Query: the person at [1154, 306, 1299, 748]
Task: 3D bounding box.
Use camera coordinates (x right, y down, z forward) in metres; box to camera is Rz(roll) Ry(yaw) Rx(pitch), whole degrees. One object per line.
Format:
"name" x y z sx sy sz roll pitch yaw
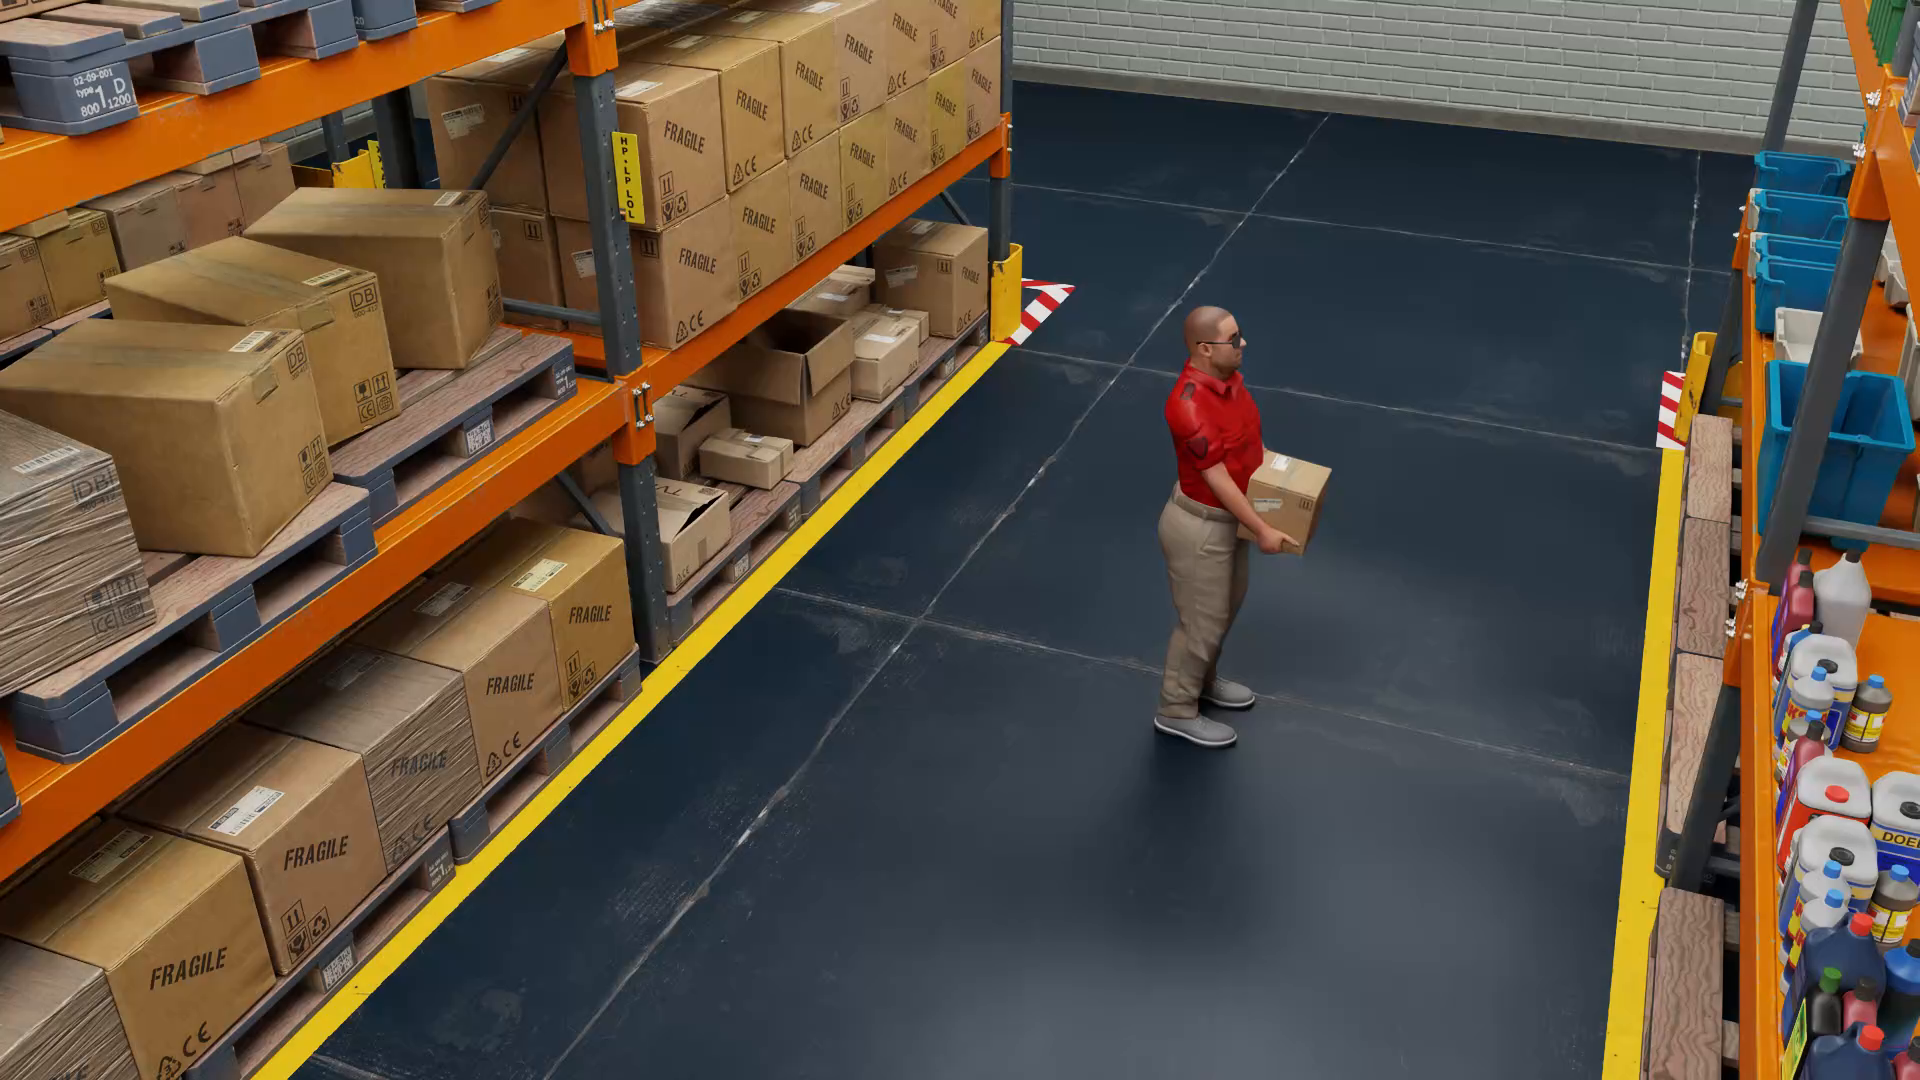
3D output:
"person" 1.032 -0.040 6.228 0.537 1.715 0.494 12 32 20
